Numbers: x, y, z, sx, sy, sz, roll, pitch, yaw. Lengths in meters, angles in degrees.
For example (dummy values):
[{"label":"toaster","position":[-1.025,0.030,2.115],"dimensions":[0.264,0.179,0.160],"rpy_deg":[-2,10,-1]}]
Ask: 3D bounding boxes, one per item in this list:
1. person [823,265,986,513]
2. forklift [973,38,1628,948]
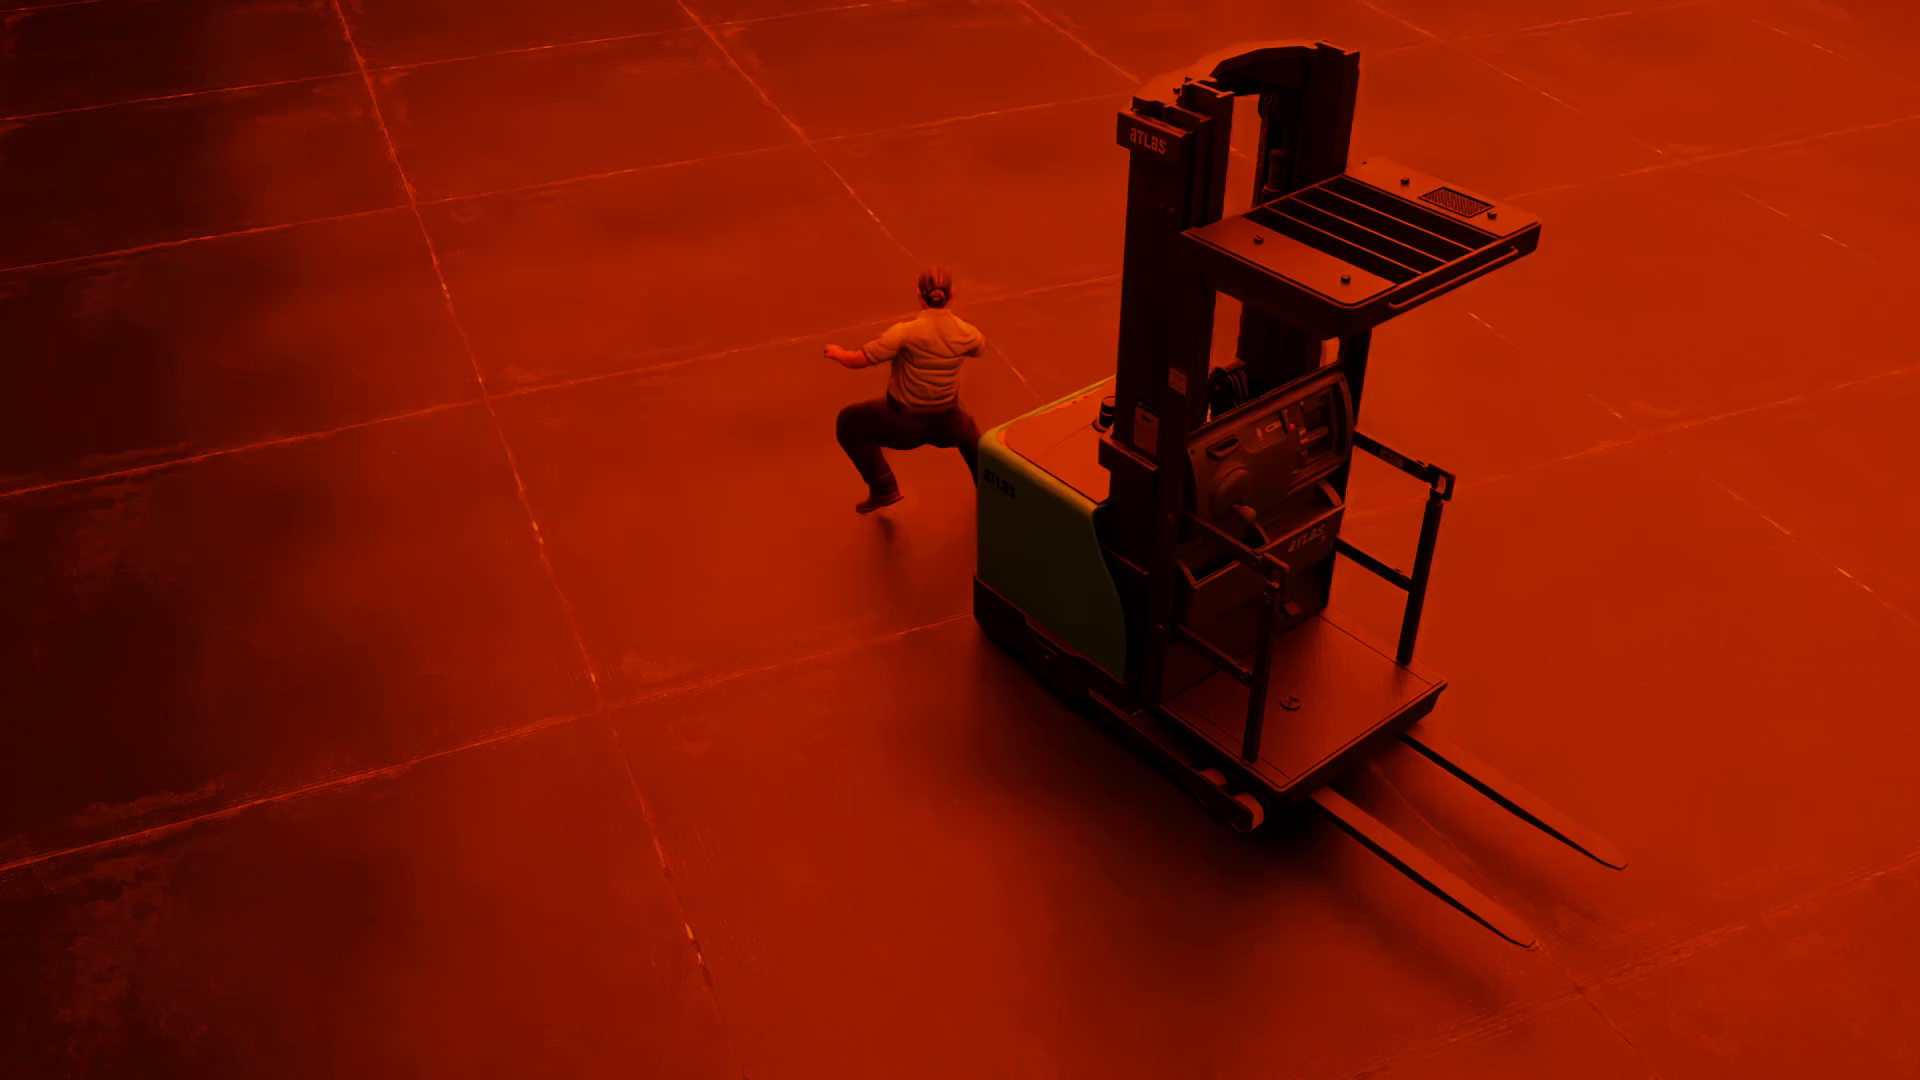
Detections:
[{"label":"person","position":[-0.207,-0.769,8.453],"dimensions":[0.924,1.455,0.706],"rpy_deg":[-10,37,-14]},{"label":"forklift","position":[1.387,-0.310,6.535],"dimensions":[1.130,2.935,3.031],"rpy_deg":[-26,43,-31]}]
